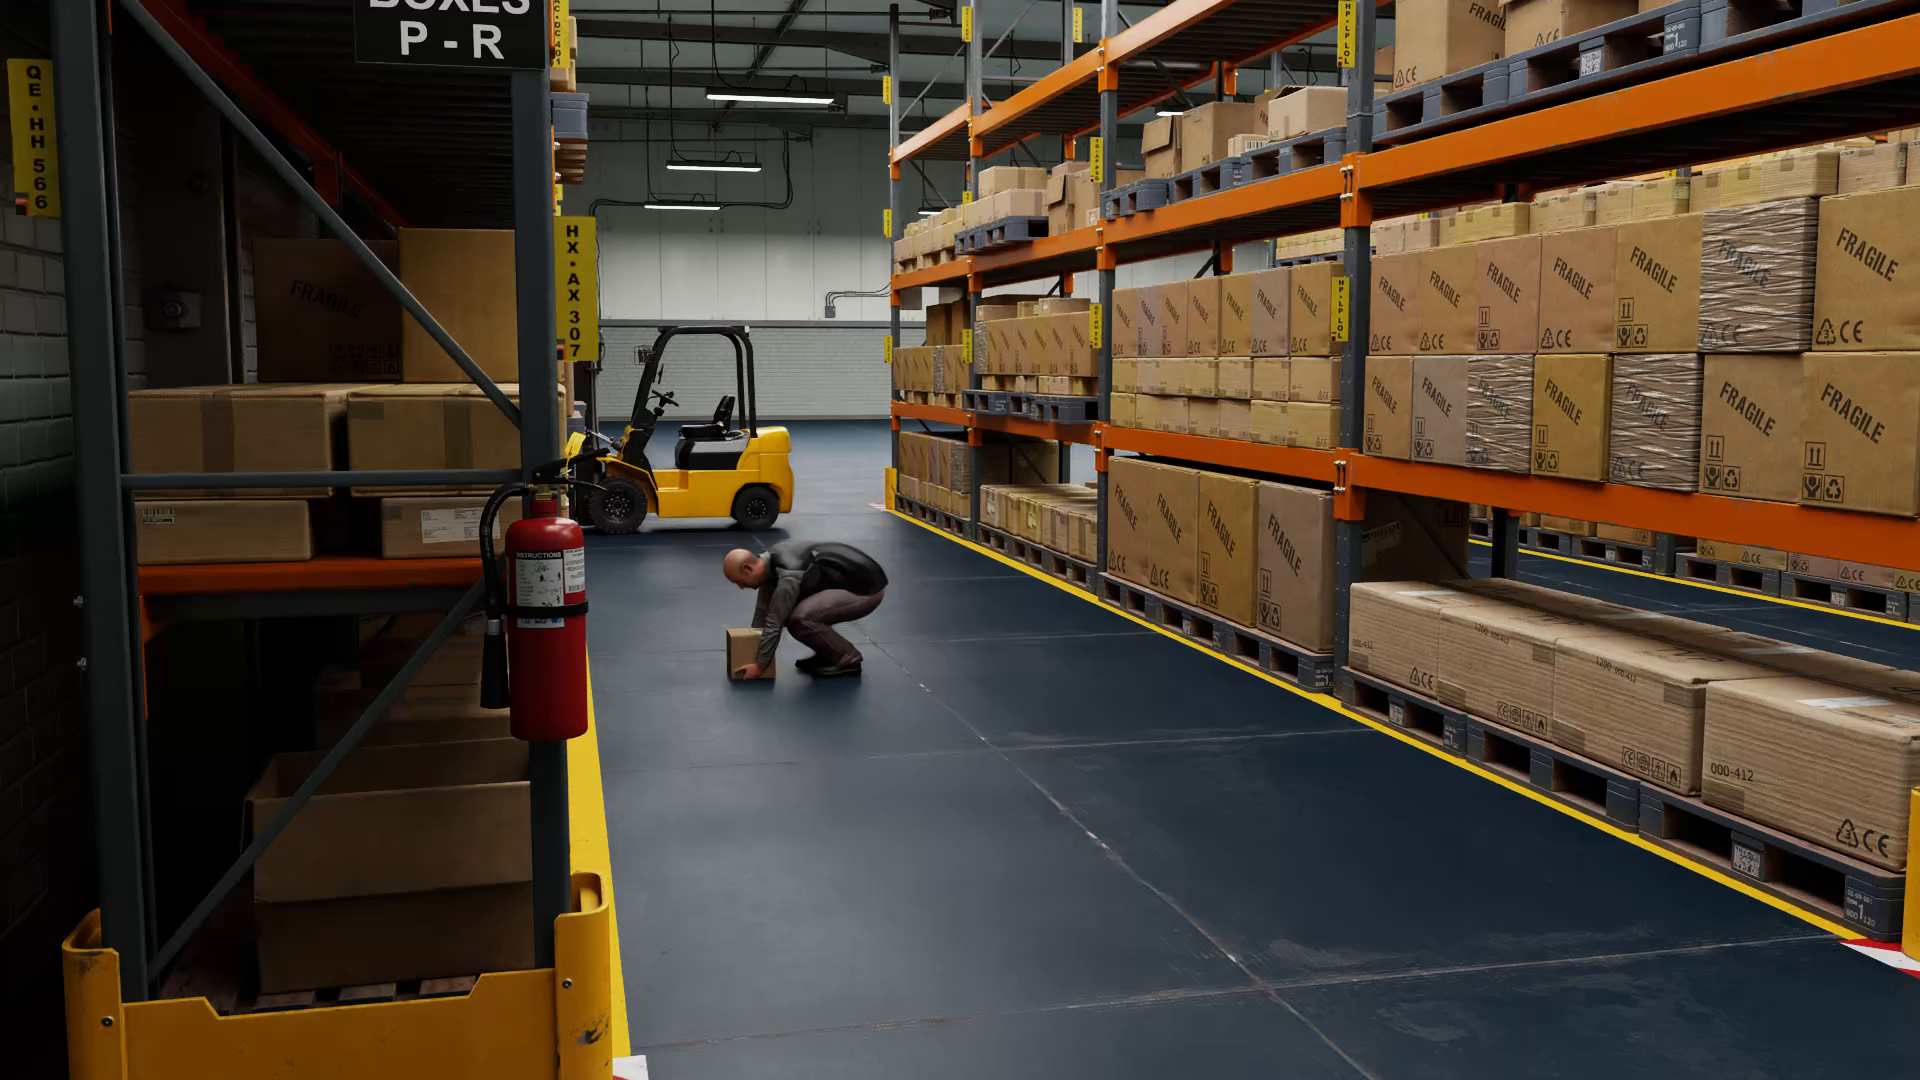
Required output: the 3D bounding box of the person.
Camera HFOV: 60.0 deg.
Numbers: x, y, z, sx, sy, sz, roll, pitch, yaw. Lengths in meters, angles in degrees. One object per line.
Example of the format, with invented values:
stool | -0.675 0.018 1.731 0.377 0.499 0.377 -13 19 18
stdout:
person | -0.883 0.392 9.493 0.936 0.790 0.500 -2 6 -15
